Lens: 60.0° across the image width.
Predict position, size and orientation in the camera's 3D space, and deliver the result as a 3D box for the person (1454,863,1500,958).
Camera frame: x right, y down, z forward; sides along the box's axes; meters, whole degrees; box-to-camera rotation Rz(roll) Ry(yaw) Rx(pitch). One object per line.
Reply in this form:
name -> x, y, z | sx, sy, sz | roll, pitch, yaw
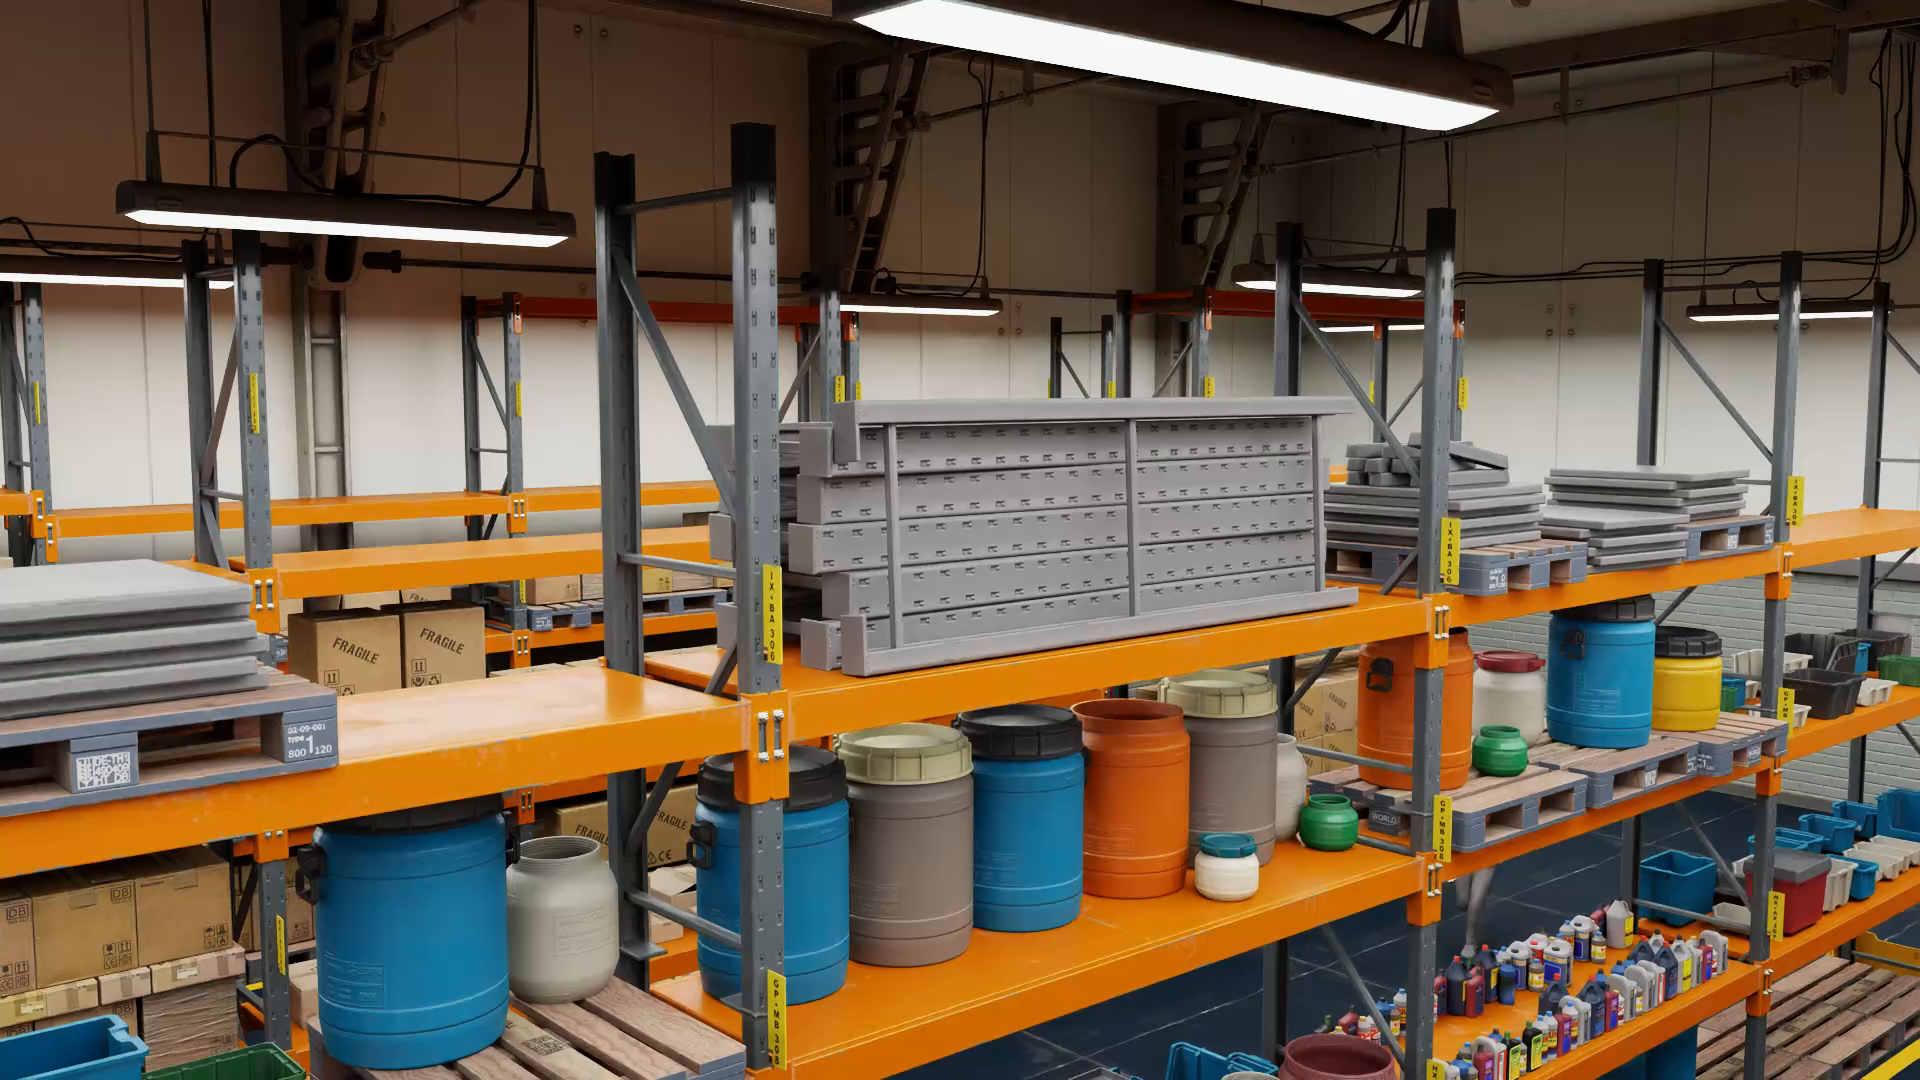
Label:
person -> 4.733, 2.925, 15.179 | 0.584, 1.685, 0.652 | 3, 6, 31
